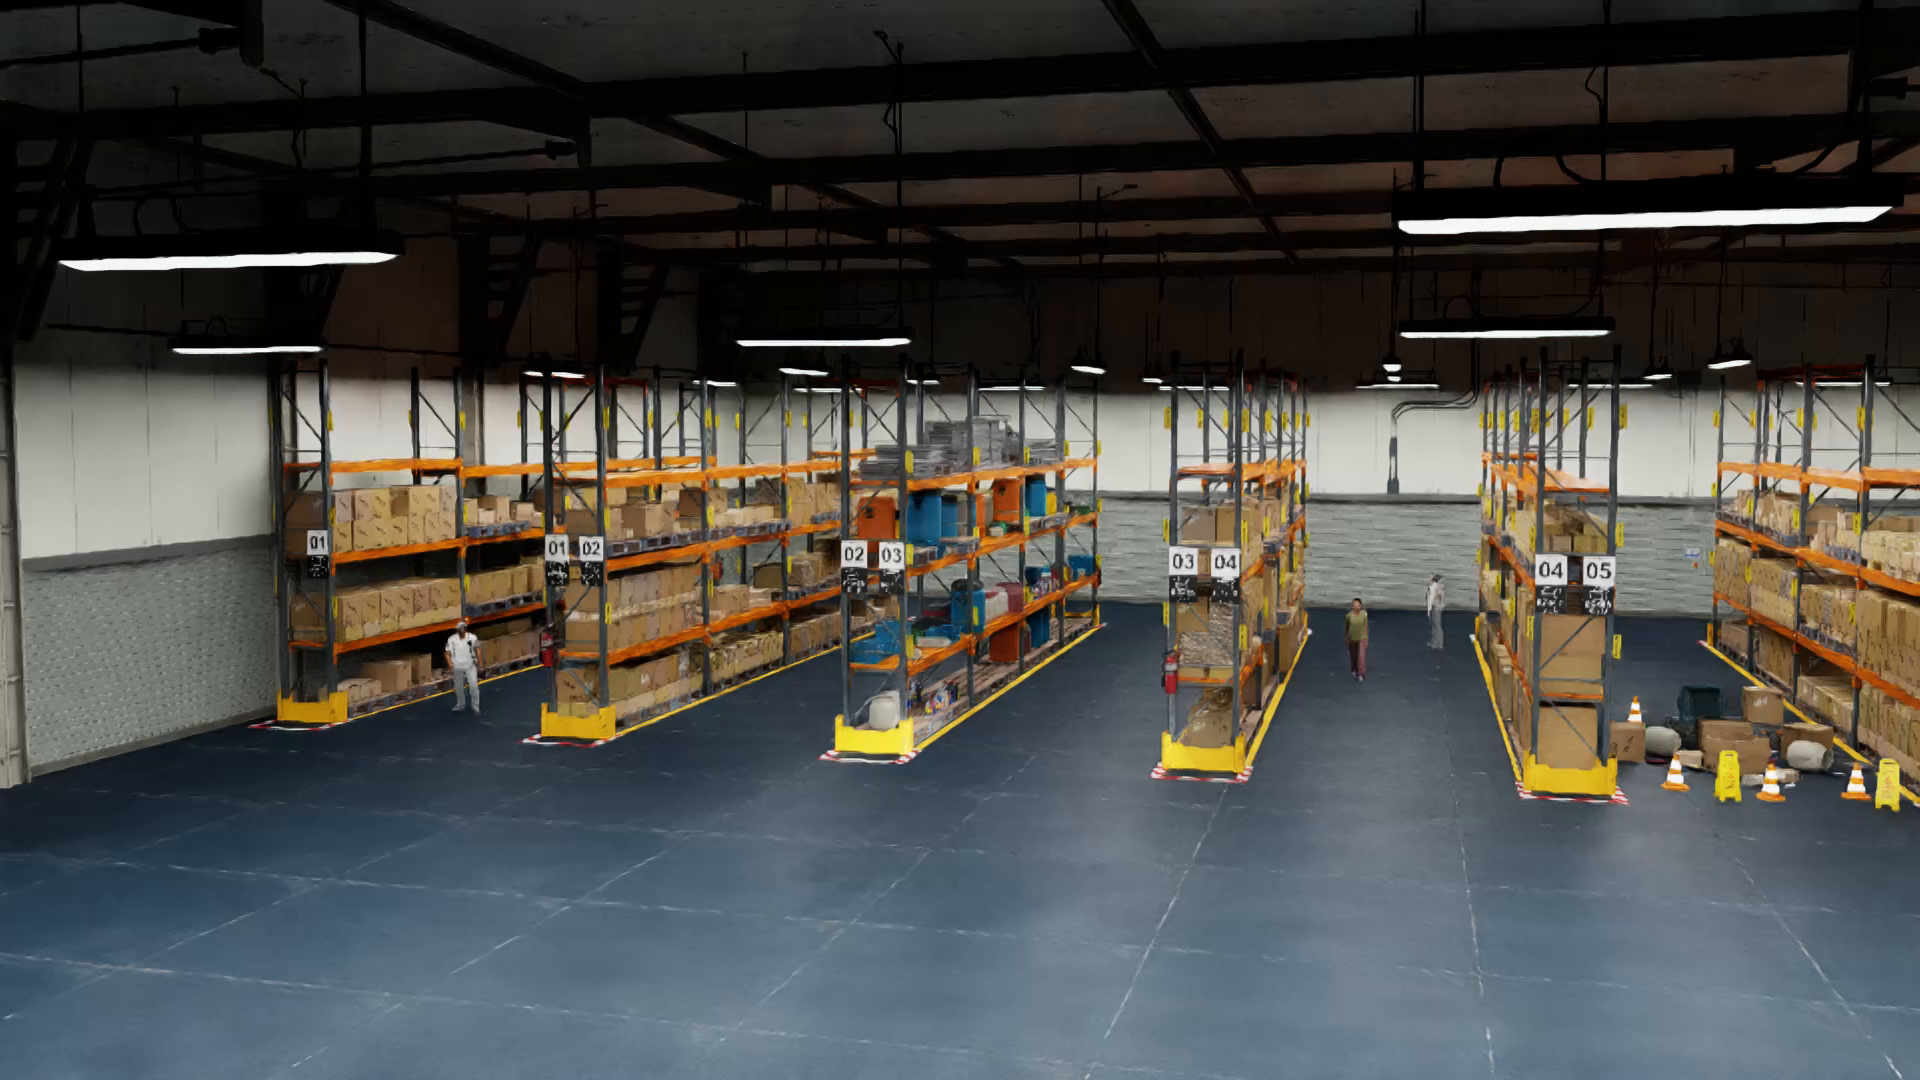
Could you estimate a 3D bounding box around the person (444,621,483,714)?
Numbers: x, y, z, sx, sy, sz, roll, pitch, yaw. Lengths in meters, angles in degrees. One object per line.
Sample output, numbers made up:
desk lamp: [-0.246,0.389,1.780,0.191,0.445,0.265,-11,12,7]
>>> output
person: [-8.440,2.154,28.420,0.660,1.596,0.811,0,4,-3]

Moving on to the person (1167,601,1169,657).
person: [4.400,1.746,33.340,0.543,1.700,1.119,1,4,13]

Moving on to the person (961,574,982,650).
person: [0.219,1.558,35.958,0.702,1.734,0.541,1,4,14]

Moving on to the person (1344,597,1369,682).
person: [7.624,1.890,32.005,0.448,1.590,1.109,1,4,17]

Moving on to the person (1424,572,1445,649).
person: [10.435,1.529,36.540,0.555,1.664,0.586,3,5,40]
